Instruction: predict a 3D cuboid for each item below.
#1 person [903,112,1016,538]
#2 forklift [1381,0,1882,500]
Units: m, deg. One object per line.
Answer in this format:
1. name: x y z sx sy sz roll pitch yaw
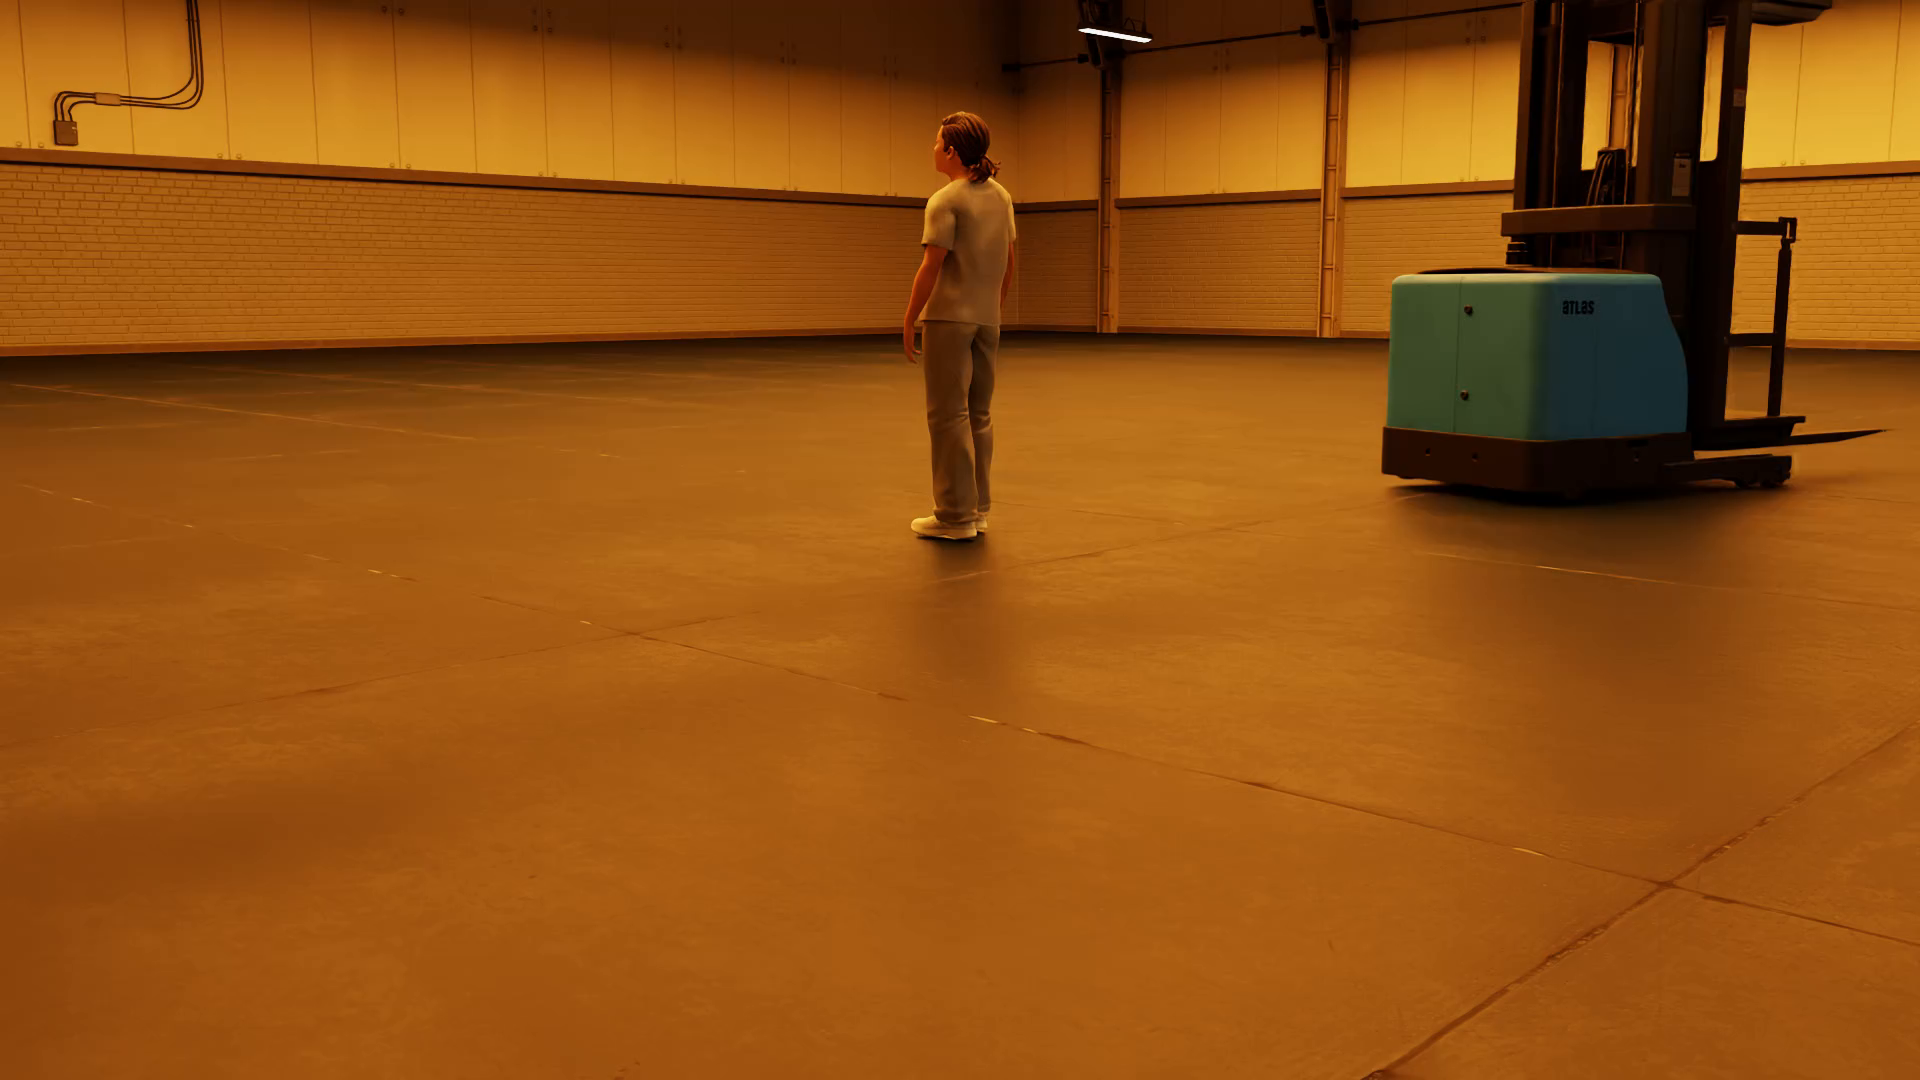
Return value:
1. person: -0.044 -0.845 6.652 0.548 1.673 0.549 8 12 43
2. forklift: 3.686 -1.771 8.636 3.031 2.935 1.130 -5 10 -30
